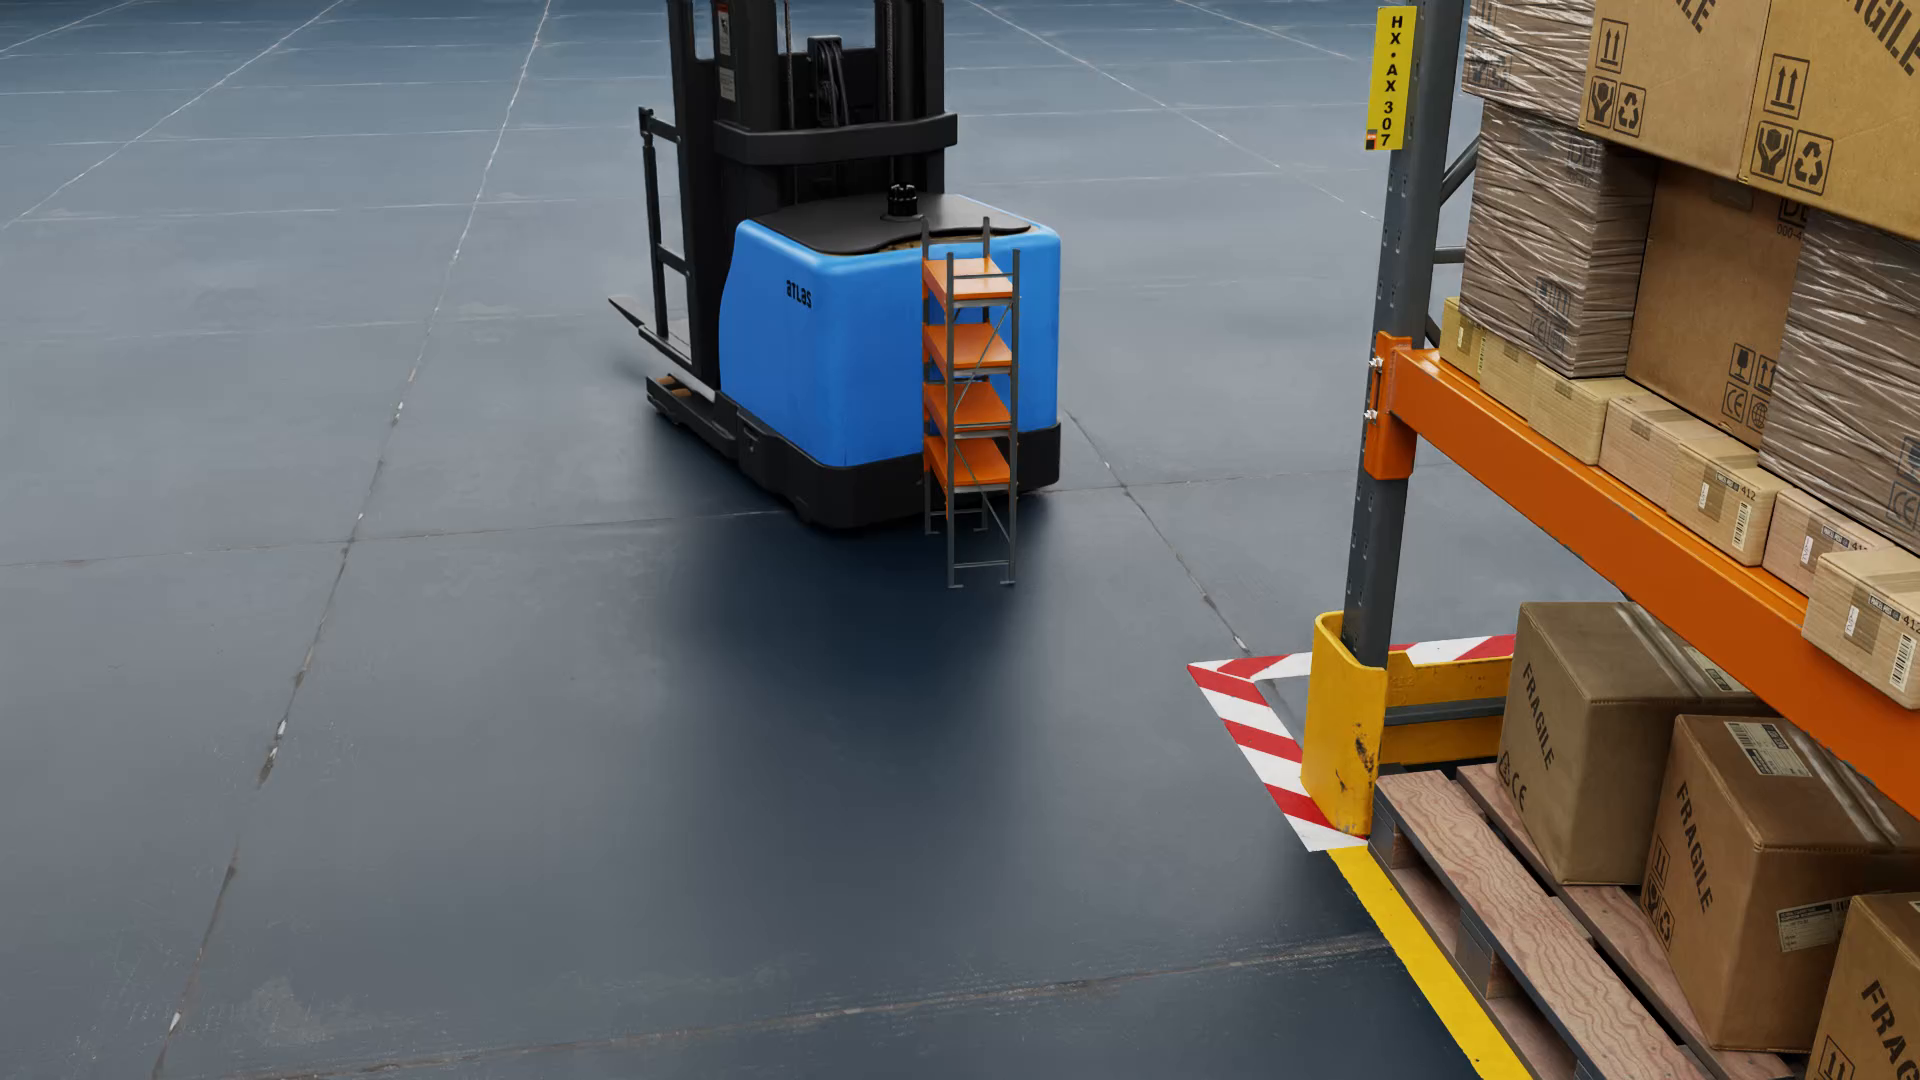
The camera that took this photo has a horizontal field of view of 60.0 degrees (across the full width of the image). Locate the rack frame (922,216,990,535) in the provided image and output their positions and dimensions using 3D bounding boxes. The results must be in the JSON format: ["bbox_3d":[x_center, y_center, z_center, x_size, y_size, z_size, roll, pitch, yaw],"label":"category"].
[{"bbox_3d":[-0.015,-0.581,6.081,0.240,1.200,0.015,-4,24,-10],"label":"rack frame"}]

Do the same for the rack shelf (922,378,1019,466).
[{"bbox_3d":[0.031,-0.423,5.888,0.258,0.148,0.480,-4,24,-10],"label":"rack shelf"}]

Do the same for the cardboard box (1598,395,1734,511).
[{"bbox_3d":[1.486,-0.180,3.227,0.380,0.149,0.250,-4,24,-10],"label":"cardboard box"}]

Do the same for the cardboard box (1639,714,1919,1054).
[{"bbox_3d":[1.786,0.712,3.470,0.500,0.500,0.500,2,24,4],"label":"cardboard box"}]

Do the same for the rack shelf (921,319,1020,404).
[{"bbox_3d":[0.031,-0.628,5.798,0.258,0.148,0.480,-4,24,-10],"label":"rack shelf"}]

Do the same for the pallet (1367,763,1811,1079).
[{"bbox_3d":[1.672,0.909,3.904,1.003,0.211,1.213,-4,24,-10],"label":"pallet"}]

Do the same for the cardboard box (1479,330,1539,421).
[{"bbox_3d":[1.388,-0.376,3.677,0.380,0.149,0.250,-4,24,-10],"label":"cardboard box"}]

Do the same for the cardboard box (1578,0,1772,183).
[{"bbox_3d":[1.462,-0.927,2.879,0.500,0.500,0.500,-4,24,-10],"label":"cardboard box"}]

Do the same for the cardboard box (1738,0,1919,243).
[{"bbox_3d":[1.556,-0.731,2.429,0.500,0.500,0.500,-4,24,-10],"label":"cardboard box"}]

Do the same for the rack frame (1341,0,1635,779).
[{"bbox_3d":[1.542,-0.720,4.152,1.000,3.000,0.127,-4,24,-10],"label":"rack frame"}]

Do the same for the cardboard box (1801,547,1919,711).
[{"bbox_3d":[1.543,0.122,2.538,0.380,0.149,0.250,-4,24,-10],"label":"cardboard box"}]

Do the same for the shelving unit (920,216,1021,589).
[{"bbox_3d":[0.031,-0.485,5.861,0.258,1.200,0.503,-4,24,-10],"label":"shelving unit"}]

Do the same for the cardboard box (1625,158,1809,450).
[{"bbox_3d":[1.827,-0.496,3.142,0.875,0.500,0.500,-4,24,-10],"label":"cardboard box"}]

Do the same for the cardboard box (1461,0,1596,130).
[{"bbox_3d":[1.376,-1.124,3.331,0.500,0.500,0.500,-4,24,-10],"label":"cardboard box"}]

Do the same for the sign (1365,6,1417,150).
[{"bbox_3d":[1.009,-1.077,3.886,0.100,0.325,0.005,-4,24,-10],"label":"sign"}]

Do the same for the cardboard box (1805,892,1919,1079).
[{"bbox_3d":[1.883,0.960,2.903,0.500,0.500,0.500,-2,24,-5],"label":"cardboard box"}]

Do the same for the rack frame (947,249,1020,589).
[{"bbox_3d":[0.076,-0.389,5.641,0.240,1.200,0.015,-4,24,-10],"label":"rack frame"}]

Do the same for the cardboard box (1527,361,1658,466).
[{"bbox_3d":[1.420,-0.276,3.449,0.380,0.149,0.250,-4,24,-10],"label":"cardboard box"}]

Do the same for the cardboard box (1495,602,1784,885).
[{"bbox_3d":[1.641,0.479,4.003,0.500,0.500,0.500,0,24,0],"label":"cardboard box"}]

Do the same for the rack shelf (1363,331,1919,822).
[{"bbox_3d":[1.912,0.396,2.495,1.077,0.370,4.000,-4,24,-10],"label":"rack shelf"}]

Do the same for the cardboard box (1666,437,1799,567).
[{"bbox_3d":[1.526,-0.081,3.001,0.380,0.149,0.250,-4,24,-10],"label":"cardboard box"}]

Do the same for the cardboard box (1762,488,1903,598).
[{"bbox_3d":[1.599,0.016,2.780,0.380,0.149,0.250,-4,24,-10],"label":"cardboard box"}]

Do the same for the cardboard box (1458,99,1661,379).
[{"bbox_3d":[1.617,-0.684,3.572,0.875,0.500,0.500,-4,24,-10],"label":"cardboard box"}]

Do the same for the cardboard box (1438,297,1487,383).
[{"bbox_3d":[1.361,-0.476,3.905,0.380,0.149,0.250,-4,24,-10],"label":"cardboard box"}]

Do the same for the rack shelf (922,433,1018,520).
[{"bbox_3d":[0.031,-0.241,5.967,0.258,0.148,0.480,-4,24,-10],"label":"rack shelf"}]

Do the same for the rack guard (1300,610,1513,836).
[{"bbox_3d":[1.556,0.455,4.584,1.175,0.500,0.348,-4,24,-10],"label":"rack guard"}]

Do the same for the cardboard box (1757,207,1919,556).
[{"bbox_3d":[1.878,-0.297,2.685,0.875,0.500,0.500,-4,24,-10],"label":"cardboard box"}]

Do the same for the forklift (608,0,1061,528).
[{"bbox_3d":[-0.770,-1.934,7.016,1.130,2.935,3.031,-13,27,-27],"label":"forklift"}]

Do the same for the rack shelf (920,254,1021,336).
[{"bbox_3d":[0.031,-0.845,5.703,0.258,0.148,0.480,-4,24,-10],"label":"rack shelf"}]
